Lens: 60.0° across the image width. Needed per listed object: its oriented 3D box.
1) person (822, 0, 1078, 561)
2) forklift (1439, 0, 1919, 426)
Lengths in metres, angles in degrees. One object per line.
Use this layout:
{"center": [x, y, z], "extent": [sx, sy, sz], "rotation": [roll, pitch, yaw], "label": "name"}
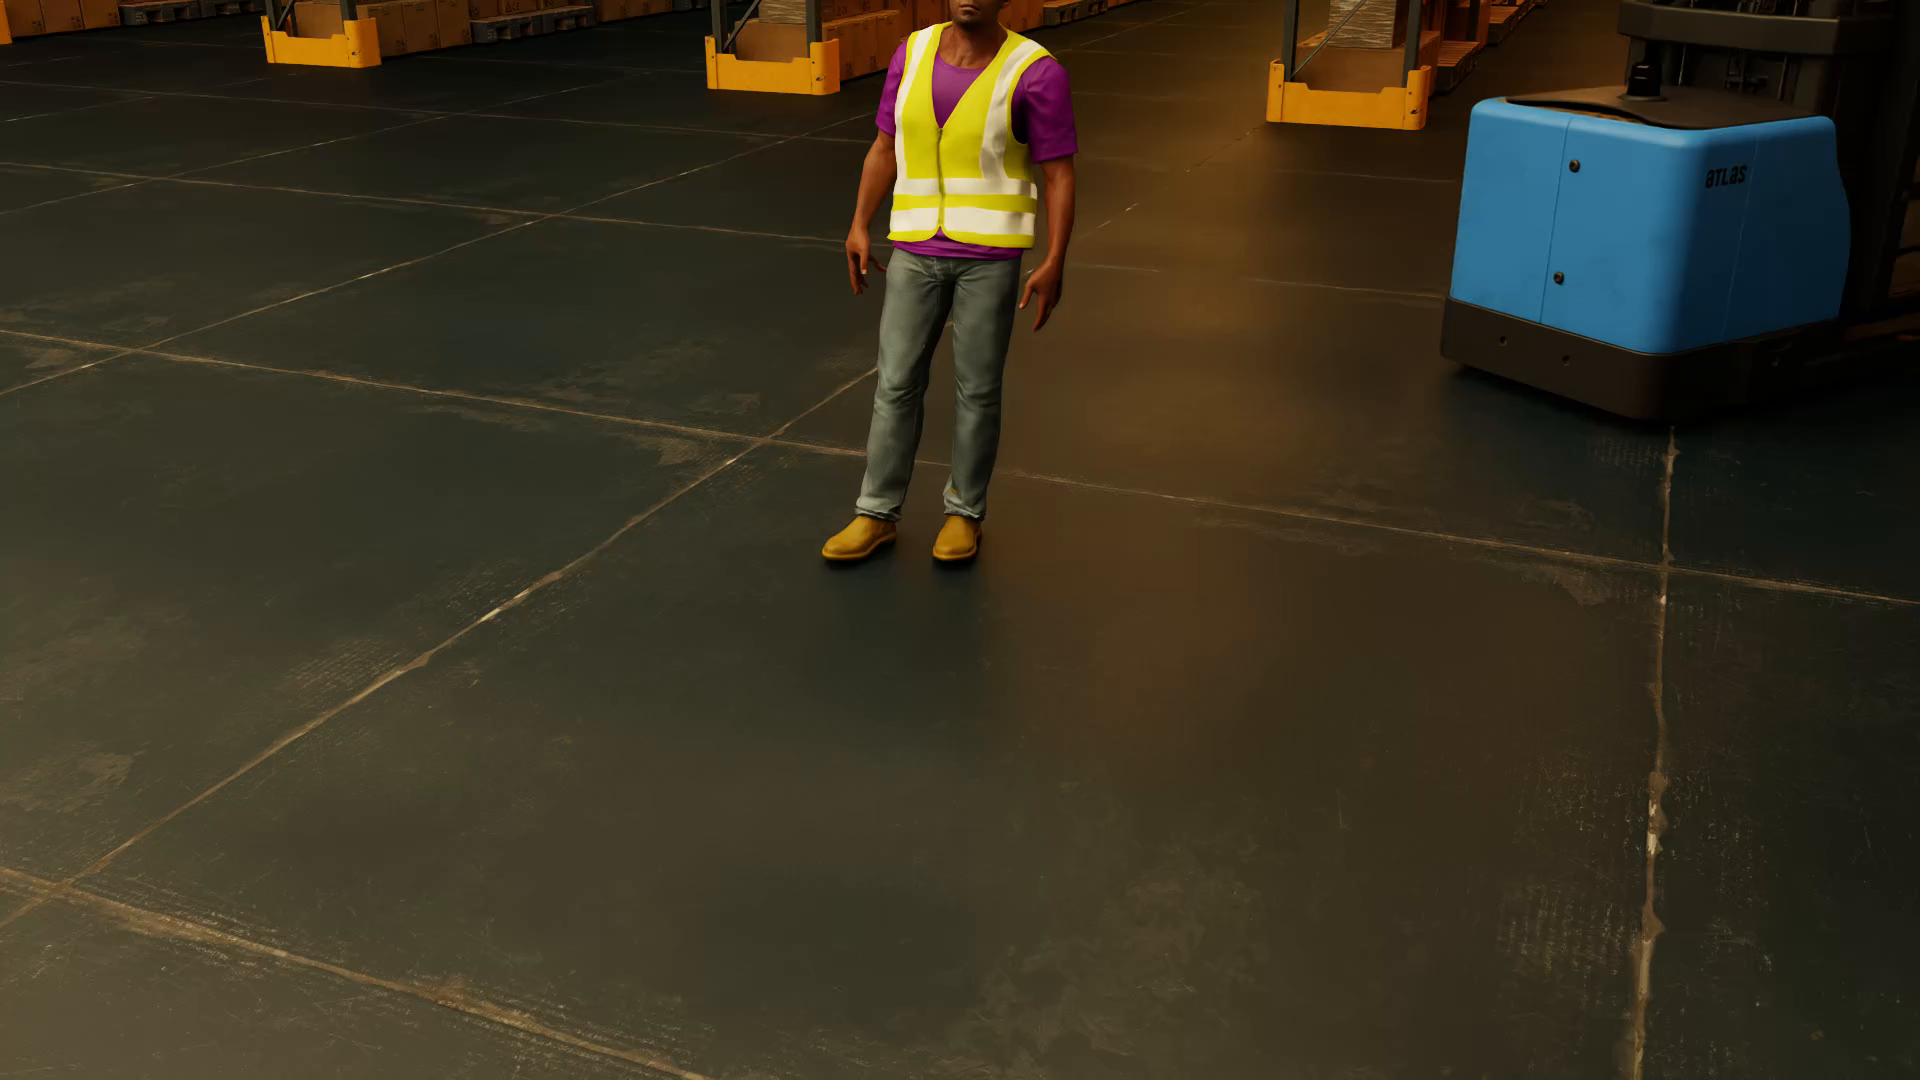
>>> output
{"center": [-0.032, -0.798, 4.693], "extent": [0.666, 1.765, 0.577], "rotation": [9, 24, 21], "label": "person"}
{"center": [3.459, -2.171, 6.486], "extent": [3.031, 2.935, 1.130], "rotation": [-13, 26, -28], "label": "forklift"}
